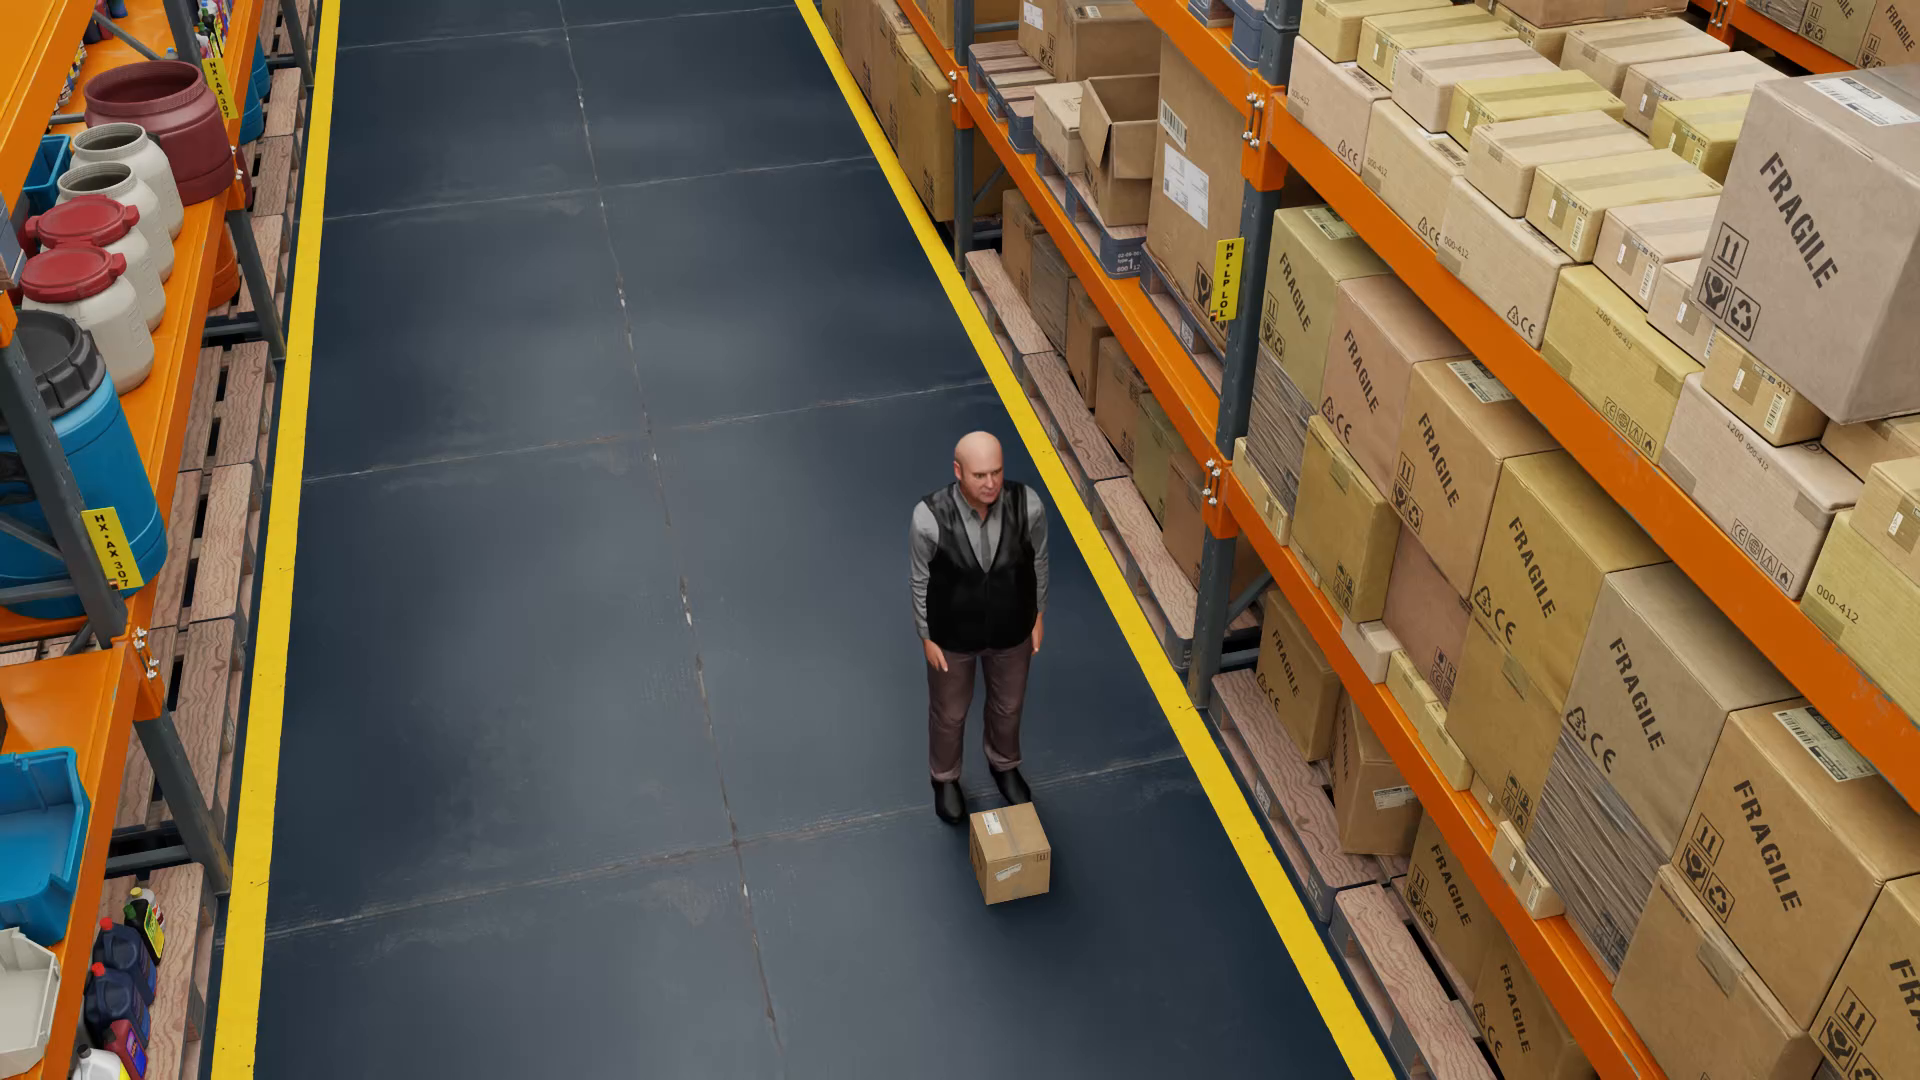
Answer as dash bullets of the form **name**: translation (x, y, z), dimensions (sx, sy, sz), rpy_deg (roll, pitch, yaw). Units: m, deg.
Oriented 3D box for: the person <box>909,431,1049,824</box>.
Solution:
- **person**: translation (0.080, 0.349, 6.302), dimensions (0.535, 1.740, 0.361), rpy_deg (-8, 39, -11)
